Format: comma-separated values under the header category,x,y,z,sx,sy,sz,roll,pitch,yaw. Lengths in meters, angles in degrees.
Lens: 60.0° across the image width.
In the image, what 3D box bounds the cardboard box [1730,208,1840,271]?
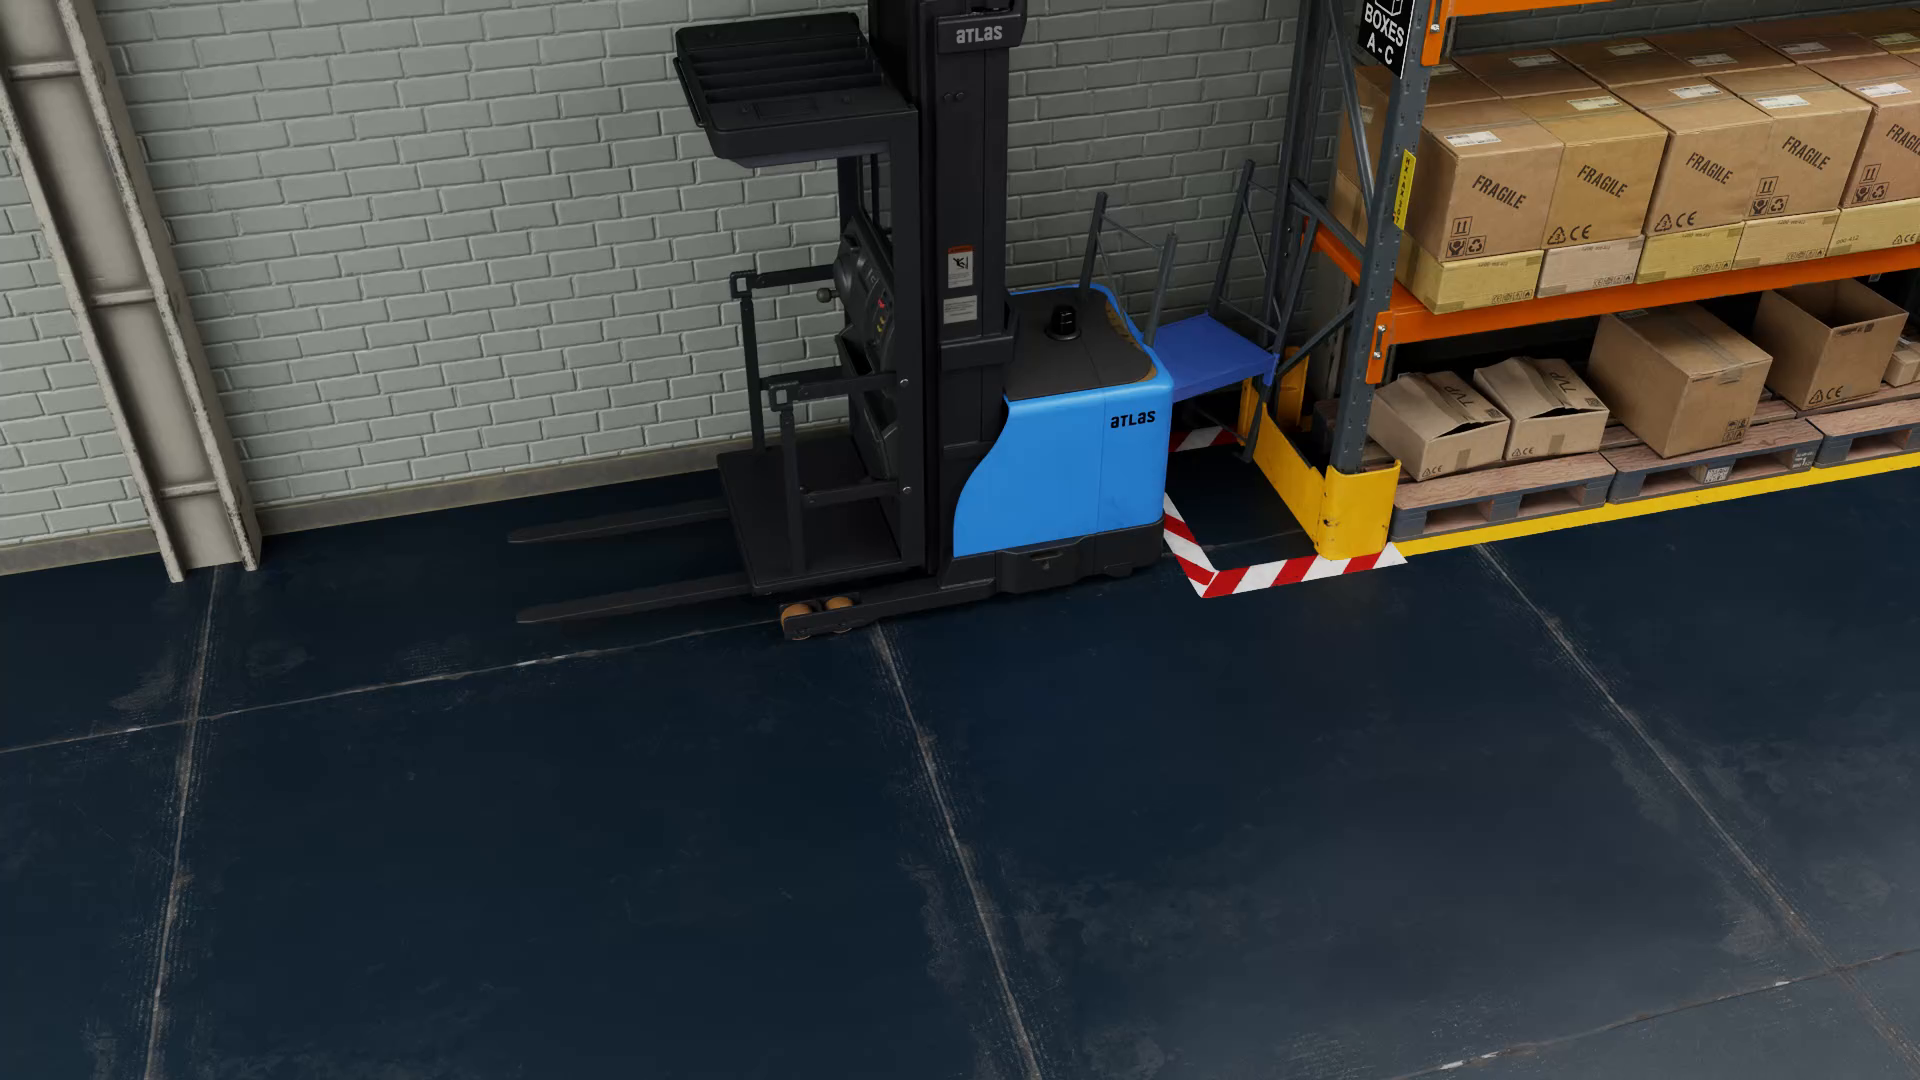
category,x,y,z,sx,sy,sz,roll,pitch,yaw
cardboard box,3.750,-1.527,7.864,0.500,0.250,0.500,-9,38,-12

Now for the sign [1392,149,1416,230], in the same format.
category,x,y,z,sx,sy,sz,roll,pitch,yaw
sign,1.858,-1.466,6.965,0.005,0.325,0.100,-9,38,-12

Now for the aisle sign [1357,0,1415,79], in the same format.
category,x,y,z,sx,sy,sz,roll,pitch,yaw
aisle sign,1.725,-2.286,6.609,0.004,0.787,0.394,-9,38,-12

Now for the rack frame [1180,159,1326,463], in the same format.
category,x,y,z,sx,sy,sz,roll,pitch,yaw
rack frame,1.472,-1.143,8.484,0.032,1.500,0.500,-20,44,-35

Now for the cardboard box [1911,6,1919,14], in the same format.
category,x,y,z,sx,sy,sz,roll,pitch,yaw
cardboard box,5.070,-2.369,8.347,0.500,0.500,0.500,-10,39,-13

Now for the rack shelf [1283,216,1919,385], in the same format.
category,x,y,z,sx,sy,sz,roll,pitch,yaw
rack shelf,3.647,-1.472,8.277,4.000,0.370,1.077,-9,38,-12

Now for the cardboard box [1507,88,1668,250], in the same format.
category,x,y,z,sx,sy,sz,roll,pitch,yaw
cardboard box,2.735,-1.659,7.419,0.500,0.500,0.500,-9,38,-12

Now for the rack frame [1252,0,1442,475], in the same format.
category,x,y,z,sx,sy,sz,roll,pitch,yaw
rack frame,1.716,-1.441,7.644,0.127,3.000,1.000,-9,38,-12

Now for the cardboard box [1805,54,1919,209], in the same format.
category,x,y,z,sx,sy,sz,roll,pitch,yaw
cardboard box,4.233,-1.909,7.745,0.500,0.500,0.500,-10,39,-13

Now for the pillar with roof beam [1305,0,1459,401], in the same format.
category,x,y,z,sx,sy,sz,roll,pitch,yaw
pillar with roof beam,3.289,-1.917,3.329,0.400,9.000,9.100,-9,38,-12

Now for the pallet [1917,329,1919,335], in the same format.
category,x,y,z,sx,sy,sz,roll,pitch,yaw
pallet,6.329,-1.091,9.482,1.213,0.211,1.003,-9,38,-12

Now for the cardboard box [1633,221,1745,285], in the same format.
category,x,y,z,sx,sy,sz,roll,pitch,yaw
cardboard box,3.261,-1.448,7.761,0.500,0.250,0.500,-10,39,-13

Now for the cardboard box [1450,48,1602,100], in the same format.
category,x,y,z,sx,sy,sz,roll,pitch,yaw
cardboard box,2.605,-1.960,7.813,0.500,0.500,0.500,-9,38,-11

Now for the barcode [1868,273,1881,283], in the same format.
category,x,y,z,sx,sy,sz,roll,pitch,yaw
barcode,4.994,-1.439,9.073,0.075,0.075,0.001,-9,38,-12

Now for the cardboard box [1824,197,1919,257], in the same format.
category,x,y,z,sx,sy,sz,roll,pitch,yaw
cardboard box,4.235,-1.607,7.969,0.500,0.250,0.500,-10,38,-12

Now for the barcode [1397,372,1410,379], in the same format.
category,x,y,z,sx,sy,sz,roll,pitch,yaw
barcode,2.321,-0.846,8.709,0.075,0.075,0.001,-9,38,-12

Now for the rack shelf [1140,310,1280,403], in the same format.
category,x,y,z,sx,sy,sz,roll,pitch,yaw
rack shelf,1.058,-0.856,8.292,1.000,0.185,0.538,-20,44,-35

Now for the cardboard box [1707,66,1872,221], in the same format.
category,x,y,z,sx,sy,sz,roll,pitch,yaw
cardboard box,3.731,-1.826,7.637,0.500,0.500,0.500,-8,38,-11

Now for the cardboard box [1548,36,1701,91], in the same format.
category,x,y,z,sx,sy,sz,roll,pitch,yaw
cardboard box,3.103,-2.045,7.923,0.500,0.500,0.500,-10,39,-13

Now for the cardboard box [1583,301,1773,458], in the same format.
category,x,y,z,sx,sy,sz,roll,pitch,yaw
cardboard box,3.679,-0.857,8.576,0.500,0.500,0.700,-12,39,-15

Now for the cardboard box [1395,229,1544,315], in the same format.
category,x,y,z,sx,sy,sz,roll,pitch,yaw
cardboard box,2.270,-1.280,7.541,0.500,0.250,0.500,-10,39,-13

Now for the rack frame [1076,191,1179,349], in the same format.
category,x,y,z,sx,sy,sz,roll,pitch,yaw
rack frame,0.693,-0.860,7.894,0.032,1.500,0.500,-20,44,-35

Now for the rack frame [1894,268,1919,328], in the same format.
category,x,y,z,sx,sy,sz,roll,pitch,yaw
rack frame,5.578,-2.074,8.472,0.127,3.000,1.000,-9,38,-12

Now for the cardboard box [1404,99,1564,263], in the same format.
category,x,y,z,sx,sy,sz,roll,pitch,yaw
cardboard box,2.256,-1.586,7.324,0.500,0.500,0.500,-9,38,-12

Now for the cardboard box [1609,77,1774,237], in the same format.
category,x,y,z,sx,sy,sz,roll,pitch,yaw
cardboard box,3.236,-1.737,7.521,0.500,0.500,0.500,-11,39,-13

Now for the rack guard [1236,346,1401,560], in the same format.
category,x,y,z,sx,sy,sz,roll,pitch,yaw
rack guard,1.790,-0.460,8.419,0.348,0.500,1.175,-9,38,-12

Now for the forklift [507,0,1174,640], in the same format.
category,x,y,z,sx,sy,sz,roll,pitch,yaw
forklift,-0.600,-1.063,7.206,3.031,2.935,1.130,-10,38,-12

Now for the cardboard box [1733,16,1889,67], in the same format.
category,x,y,z,sx,sy,sz,roll,pitch,yaw
cardboard box,4.087,-2.213,8.144,0.500,0.500,0.500,-8,38,-11

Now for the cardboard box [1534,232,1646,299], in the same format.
category,x,y,z,sx,sy,sz,roll,pitch,yaw
cardboard box,2.768,-1.371,7.660,0.500,0.250,0.500,-10,39,-13

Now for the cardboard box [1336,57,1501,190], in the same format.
category,x,y,z,sx,sy,sz,roll,pitch,yaw
cardboard box,2.116,-1.886,7.716,0.500,0.500,0.500,-10,38,-12

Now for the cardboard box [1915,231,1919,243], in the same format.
category,x,y,z,sx,sy,sz,roll,pitch,yaw
cardboard box,4.717,-1.696,8.085,0.500,0.250,0.500,-9,38,-12

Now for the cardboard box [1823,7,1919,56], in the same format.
category,x,y,z,sx,sy,sz,roll,pitch,yaw
cardboard box,4.569,-2.289,8.243,0.500,0.500,0.500,-10,38,-12

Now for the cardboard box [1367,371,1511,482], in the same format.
category,x,y,z,sx,sy,sz,roll,pitch,yaw
cardboard box,2.408,-0.604,8.402,0.500,0.311,0.500,-14,39,-17

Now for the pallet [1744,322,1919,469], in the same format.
category,x,y,z,sx,sy,sz,roll,pitch,yaw
pallet,4.939,-0.840,9.153,1.213,0.211,1.003,-9,38,-12

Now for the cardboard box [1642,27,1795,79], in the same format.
category,x,y,z,sx,sy,sz,roll,pitch,yaw
cardboard box,3.589,-2.125,8.028,0.500,0.500,0.500,-9,38,-11

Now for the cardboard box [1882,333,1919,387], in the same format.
category,x,y,z,sx,sy,sz,roll,pitch,yaw
cardboard box,5.069,-1.022,9.066,0.250,0.166,0.380,-14,40,-18

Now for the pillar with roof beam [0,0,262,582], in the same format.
category,x,y,z,sx,sy,sz,roll,pitch,yaw
pillar with roof beam,-2.503,-0.966,2.086,0.400,9.000,9.100,-9,38,-12

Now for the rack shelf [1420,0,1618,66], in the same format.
category,x,y,z,sx,sy,sz,roll,pitch,yaw
rack shelf,3.647,-2.663,7.365,4.000,0.370,1.077,-9,38,-12

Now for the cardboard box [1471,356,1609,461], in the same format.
category,x,y,z,sx,sy,sz,roll,pitch,yaw
cardboard box,2.958,-0.695,8.520,0.500,0.311,0.500,-6,38,-8

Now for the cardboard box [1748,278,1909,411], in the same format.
category,x,y,z,sx,sy,sz,roll,pitch,yaw
cardboard box,4.586,-1.069,8.853,0.500,0.500,0.500,-12,39,-15

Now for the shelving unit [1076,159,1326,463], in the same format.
category,x,y,z,sx,sy,sz,roll,pitch,yaw
shelving unit,1.083,-1.001,8.189,1.048,1.500,0.538,-20,44,-35

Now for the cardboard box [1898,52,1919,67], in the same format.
category,x,y,z,sx,sy,sz,roll,pitch,yaw
cardboard box,4.722,-1.982,7.841,0.500,0.500,0.500,-10,38,-12

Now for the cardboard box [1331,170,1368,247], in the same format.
category,x,y,z,sx,sy,sz,roll,pitch,yaw
cardboard box,2.117,-1.577,7.929,0.500,0.250,0.500,-9,38,-11

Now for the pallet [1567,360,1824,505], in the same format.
category,x,y,z,sx,sy,sz,roll,pitch,yaw
pallet,3.759,-0.644,8.898,1.213,0.211,1.003,-9,38,-12

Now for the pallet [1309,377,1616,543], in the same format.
category,x,y,z,sx,sy,sz,roll,pitch,yaw
pallet,2.583,-0.453,8.648,1.213,0.211,1.003,-9,38,-12
